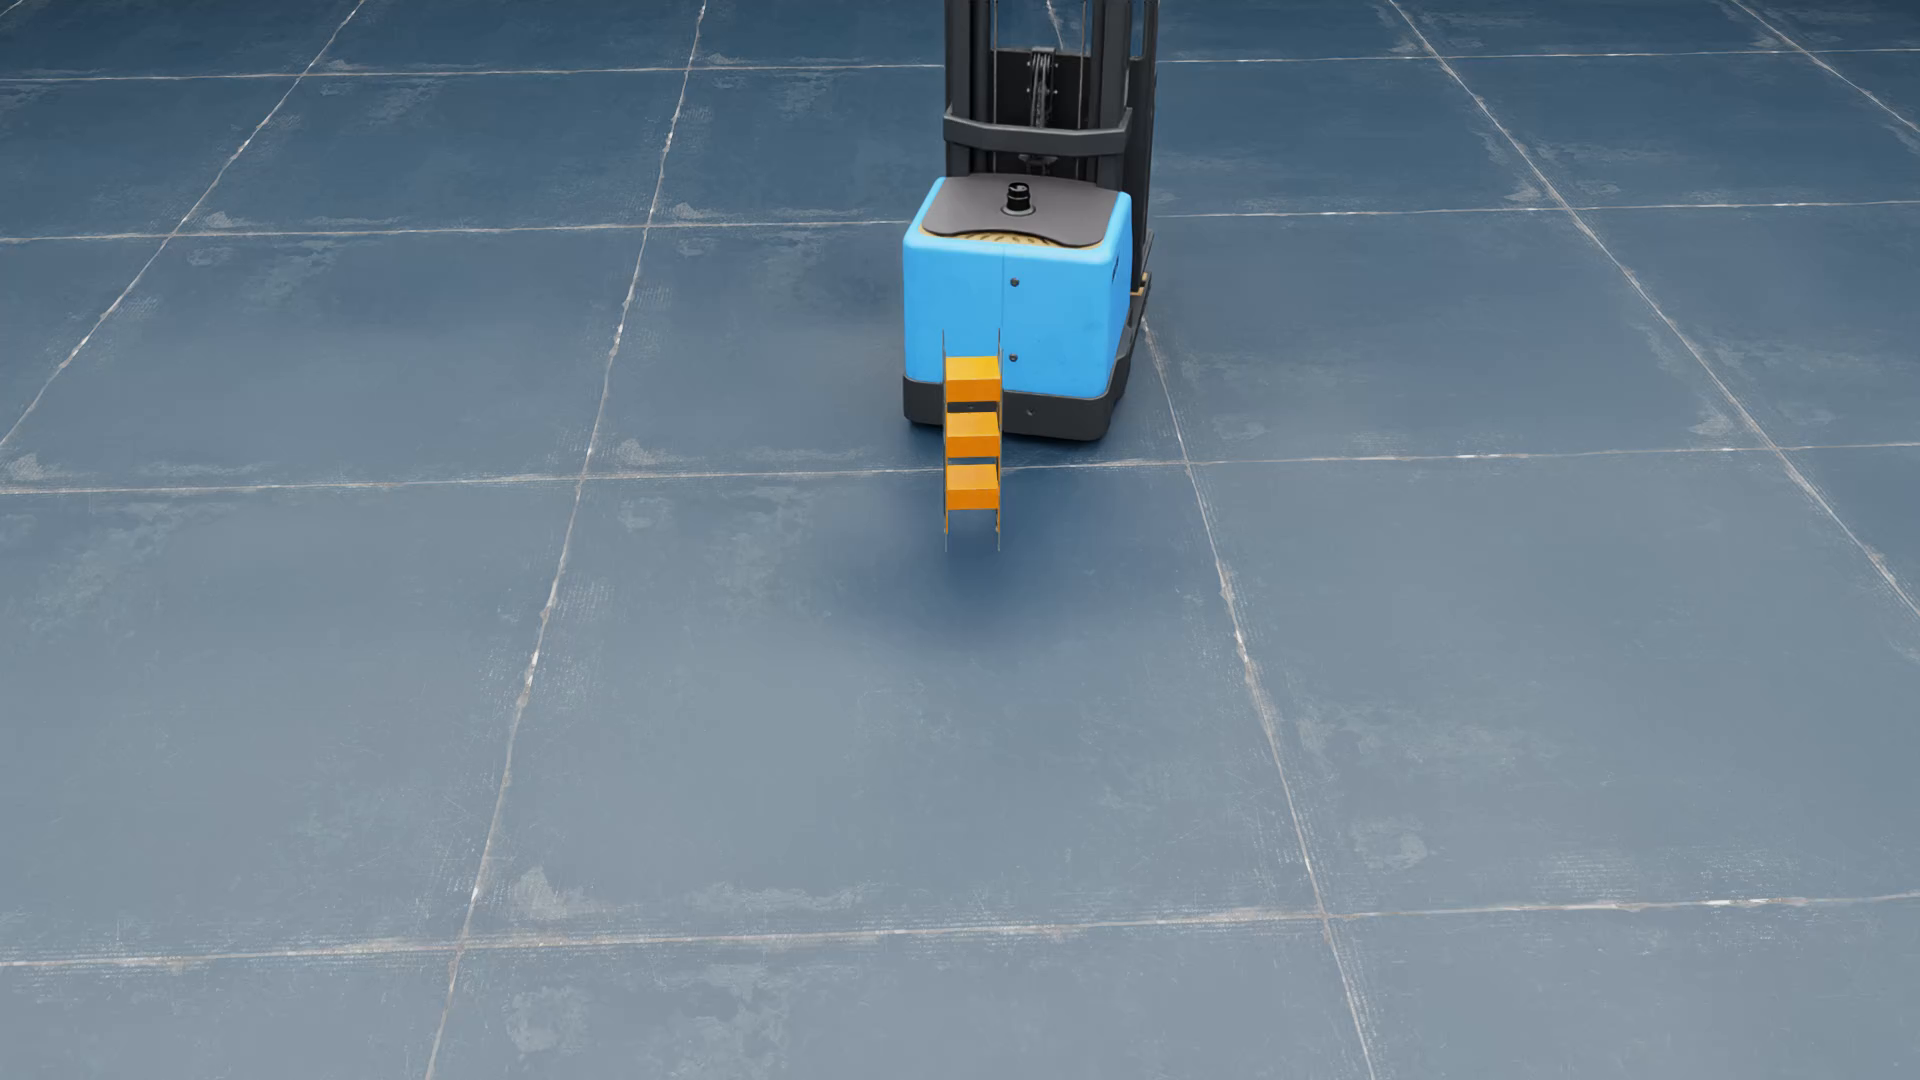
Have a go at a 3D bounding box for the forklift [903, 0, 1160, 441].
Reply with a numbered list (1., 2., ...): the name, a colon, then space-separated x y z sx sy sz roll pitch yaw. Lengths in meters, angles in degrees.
1. forklift: 0.514 -2.538 8.841 1.130 2.935 3.031 7 35 10

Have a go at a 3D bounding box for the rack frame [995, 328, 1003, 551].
1. rack frame: 0.175 -0.436 7.458 0.008 1.050 0.200 -2 35 -2

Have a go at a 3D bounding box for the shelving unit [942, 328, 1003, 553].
1. shelving unit: 0.053 -0.433 7.453 0.252 1.050 0.215 -2 35 -2

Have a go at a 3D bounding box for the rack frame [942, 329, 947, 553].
1. rack frame: -0.068 -0.430 7.449 0.008 1.050 0.200 -2 35 -2

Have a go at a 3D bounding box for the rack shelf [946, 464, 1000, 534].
1. rack shelf: 0.053 -0.196 7.618 0.240 0.259 0.215 -2 35 -2

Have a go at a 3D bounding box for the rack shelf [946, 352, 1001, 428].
1. rack shelf: 0.053 -0.658 7.298 0.240 0.259 0.215 -2 35 -2

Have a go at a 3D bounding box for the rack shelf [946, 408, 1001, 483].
1. rack shelf: 0.053 -0.424 7.459 0.240 0.259 0.215 -2 35 -2
